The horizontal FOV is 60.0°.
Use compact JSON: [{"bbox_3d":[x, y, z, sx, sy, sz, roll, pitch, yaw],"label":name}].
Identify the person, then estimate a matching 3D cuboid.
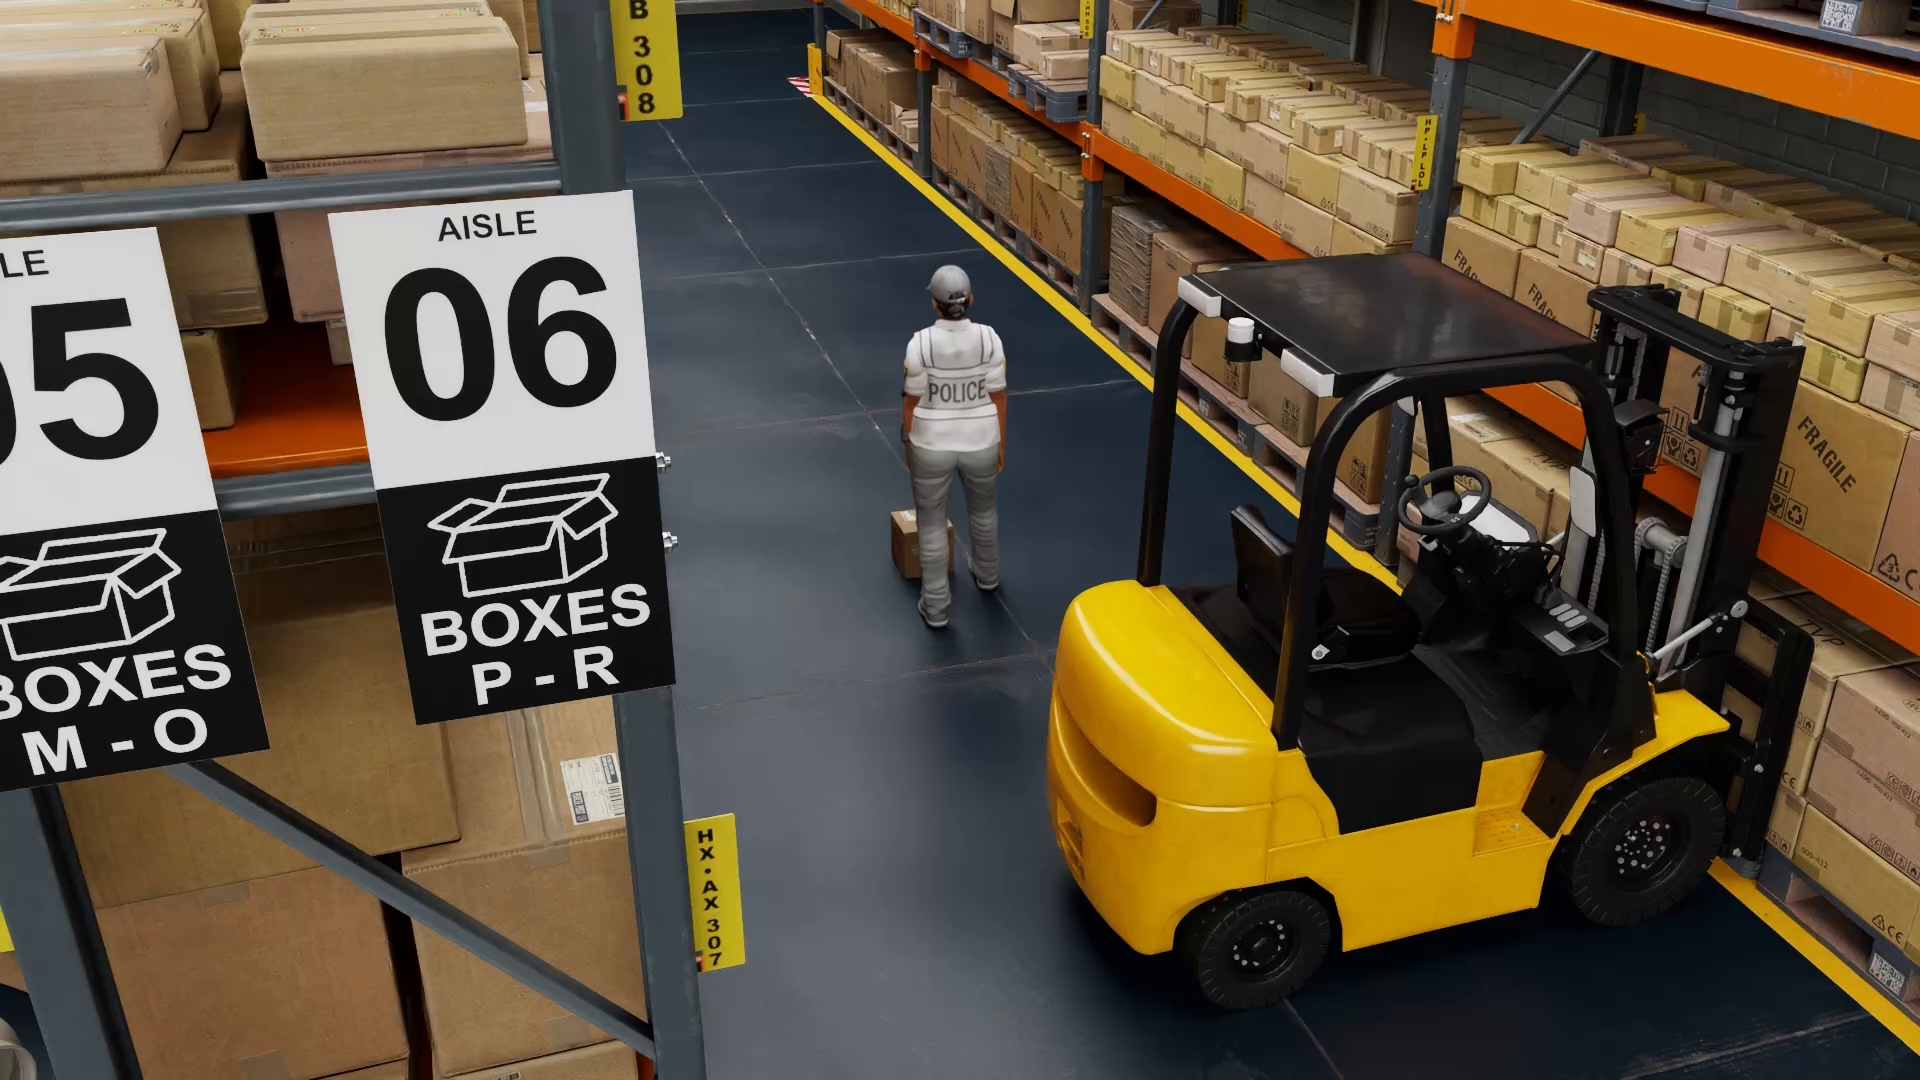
[{"bbox_3d":[-0.021,-0.467,7.457,0.488,1.584,0.418,-6,27,-12],"label":"person"}]
